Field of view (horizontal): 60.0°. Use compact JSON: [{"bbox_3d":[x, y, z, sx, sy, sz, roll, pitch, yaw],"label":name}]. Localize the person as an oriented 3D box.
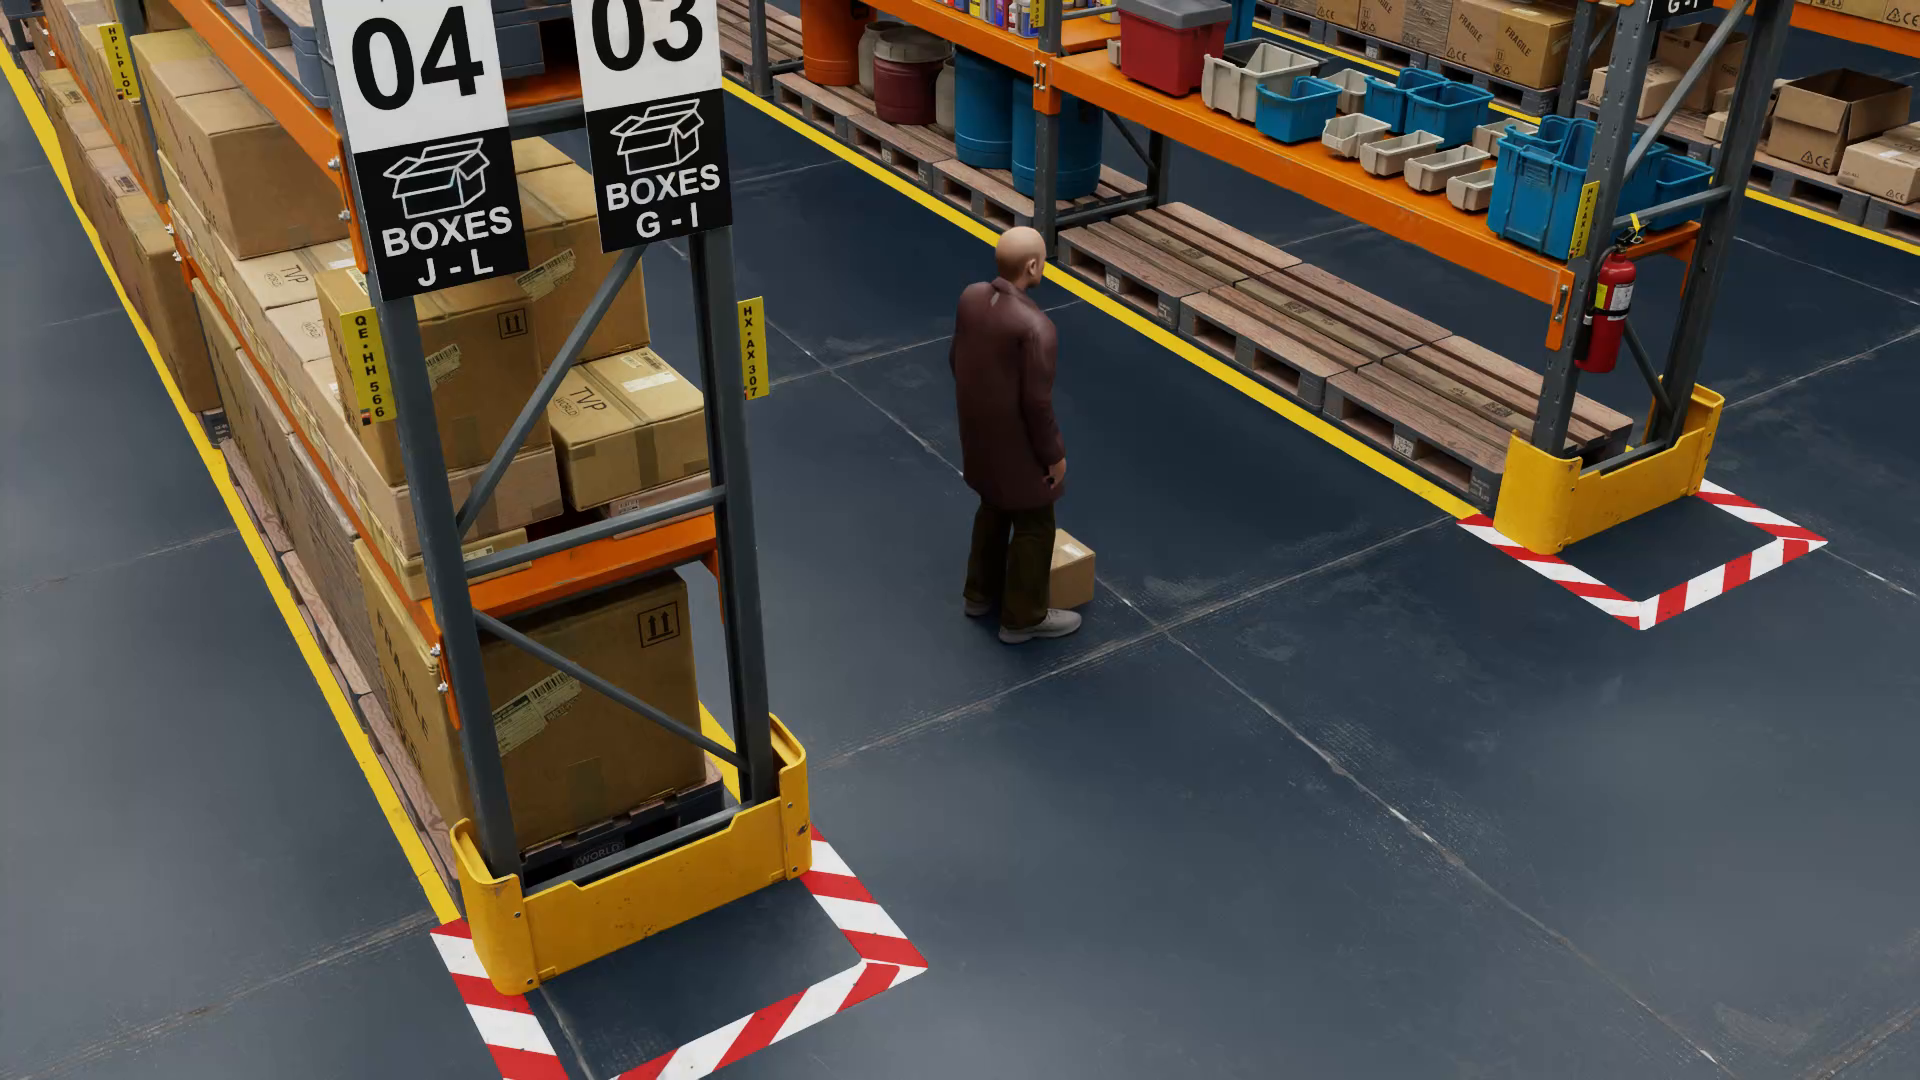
[{"bbox_3d":[0.209,-0.349,6.879,0.427,1.590,0.635,-20,38,-29],"label":"person"}]
